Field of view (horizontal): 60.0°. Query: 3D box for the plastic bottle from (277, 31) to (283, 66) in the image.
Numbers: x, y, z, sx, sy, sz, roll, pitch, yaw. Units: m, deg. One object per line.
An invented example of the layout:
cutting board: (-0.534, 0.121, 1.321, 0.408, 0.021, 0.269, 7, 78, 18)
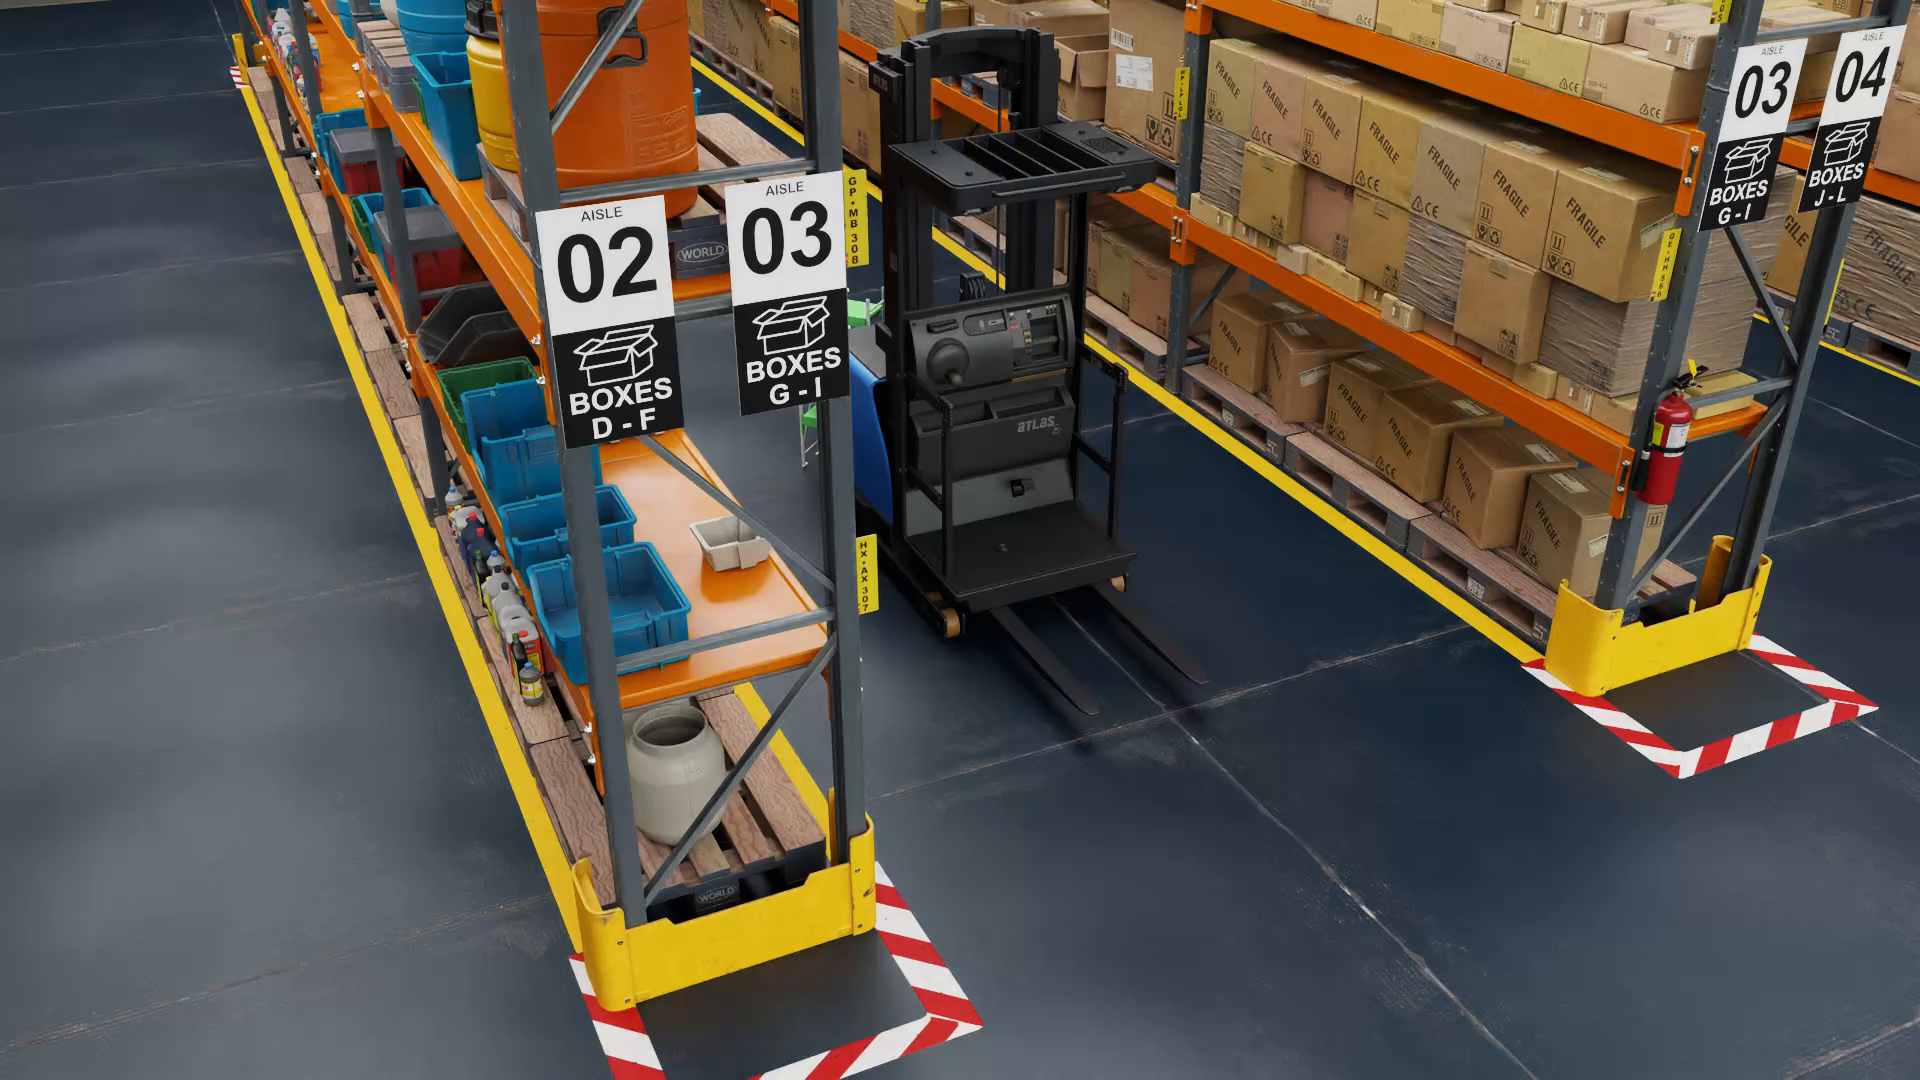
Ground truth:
plastic bottle: (-5.850, -4.242, 14.366, 0.061, 0.283, 0.133, -13, 32, -22)

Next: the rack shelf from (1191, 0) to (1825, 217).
rack shelf: (2.763, -2.553, 8.905, 1.077, 0.370, 4.000, -13, 32, -22)

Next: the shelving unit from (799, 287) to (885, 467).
shelving unit: (-0.727, -0.996, 10.299, 0.503, 1.200, 0.258, 12, 31, 20)

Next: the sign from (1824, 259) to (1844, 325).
sign: (4.111, -1.167, 7.879, 0.100, 0.325, 0.005, -13, 32, -22)

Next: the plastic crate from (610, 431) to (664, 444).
plastic crate: (-1.643, -0.623, 8.064, 0.530, 0.136, 0.437, -13, 32, -22)

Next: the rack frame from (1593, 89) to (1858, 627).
rack frame: (3.621, -0.675, 7.888, 1.000, 3.000, 0.127, -13, 32, -22)

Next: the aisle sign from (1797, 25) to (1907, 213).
aisle sign: (3.919, -1.845, 7.315, 0.394, 0.787, 0.004, -13, 32, -22)

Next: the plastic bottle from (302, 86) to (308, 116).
plastic bottle: (-5.061, -3.445, 12.958, 0.097, 0.271, 0.097, 0, 29, 0)

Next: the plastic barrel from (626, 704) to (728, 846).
plastic barrel: (-1.204, 0.992, 7.029, 0.421, 0.512, 0.421, 0, 29, 0)

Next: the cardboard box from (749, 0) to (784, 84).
cardboard box: (-1.741, -5.541, 18.308, 0.875, 0.875, 0.875, -13, 32, -22)

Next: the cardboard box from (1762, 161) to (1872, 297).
cardboard box: (6.634, -2.403, 12.712, 0.875, 0.875, 0.875, -13, 32, -21)

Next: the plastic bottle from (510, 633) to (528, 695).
plastic bottle: (-2.103, 0.590, 7.958, 0.061, 0.283, 0.133, -12, 32, -21)

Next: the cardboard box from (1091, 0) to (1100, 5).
cardboard box: (1.886, -6.957, 21.272, 0.380, 0.149, 0.250, -11, 31, -19)

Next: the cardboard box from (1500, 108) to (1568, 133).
cardboard box: (3.207, -2.028, 8.871, 0.500, 0.500, 0.500, -13, 32, -22)

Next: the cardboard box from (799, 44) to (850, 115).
cardboard box: (-0.853, -4.560, 16.557, 1.225, 0.875, 0.875, -14, 32, -24)

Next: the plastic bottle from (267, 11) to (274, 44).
plastic bottle: (-6.231, -4.634, 15.066, 0.061, 0.283, 0.133, -13, 32, -22)

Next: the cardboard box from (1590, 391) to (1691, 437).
cardboard box: (3.313, -0.648, 8.096, 0.380, 0.149, 0.250, -13, 32, -22)

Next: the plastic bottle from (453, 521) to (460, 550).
plastic bottle: (-2.741, -0.051, 9.185, 0.097, 0.201, 0.097, 0, 29, 0)

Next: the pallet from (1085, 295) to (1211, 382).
pallet: (1.569, -1.570, 12.333, 1.003, 0.211, 1.213, -13, 32, -22)

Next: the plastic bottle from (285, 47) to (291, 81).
plastic bottle: (-5.585, -3.984, 13.920, 0.097, 0.271, 0.097, 0, 29, 0)

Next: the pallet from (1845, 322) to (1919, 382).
pallet: (7.211, -1.331, 11.908, 1.003, 0.211, 1.213, -13, 32, -22)

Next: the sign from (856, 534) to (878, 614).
sign: (-0.353, 0.130, 6.168, 0.100, 0.325, 0.005, -13, 32, -22)

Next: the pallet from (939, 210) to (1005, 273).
pallet: (0.521, -2.648, 14.256, 1.003, 0.211, 1.213, -13, 32, -22)

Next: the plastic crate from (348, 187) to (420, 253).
plastic crate: (-3.572, -2.020, 10.502, 0.450, 0.188, 0.662, -13, 32, -22)

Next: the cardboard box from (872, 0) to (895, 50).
cardboard box: (-0.457, -4.640, 14.856, 0.500, 0.500, 0.500, -13, 32, -22)

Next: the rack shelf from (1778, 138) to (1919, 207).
rack shelf: (7.286, -2.242, 11.417, 1.077, 0.370, 4.000, -13, 32, -22)

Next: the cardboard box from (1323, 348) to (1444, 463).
cardboard box: (2.630, -0.841, 10.309, 0.500, 0.500, 0.500, -16, 33, -26)

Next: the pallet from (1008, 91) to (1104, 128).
pallet: (1.074, -3.260, 12.693, 1.003, 0.211, 1.213, -13, 32, -22)

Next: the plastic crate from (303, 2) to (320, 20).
plastic crate: (-6.074, -5.083, 15.956, 0.396, 0.136, 0.243, -13, 32, -22)

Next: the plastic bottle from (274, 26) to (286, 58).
plastic bottle: (-5.967, -4.377, 14.620, 0.097, 0.271, 0.097, 0, 29, 0)

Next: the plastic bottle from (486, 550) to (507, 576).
plastic bottle: (-2.419, 0.180, 8.702, 0.097, 0.271, 0.097, 0, 29, 0)

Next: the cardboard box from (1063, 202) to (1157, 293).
cardboard box: (1.232, -2.281, 12.858, 0.700, 0.500, 0.500, -16, 33, -26)

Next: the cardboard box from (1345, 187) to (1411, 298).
cardboard box: (2.707, -1.746, 9.391, 0.875, 0.500, 0.500, -13, 32, -22)

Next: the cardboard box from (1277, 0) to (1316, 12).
cardboard box: (2.098, -3.200, 9.476, 0.500, 0.250, 0.500, -13, 32, -22)

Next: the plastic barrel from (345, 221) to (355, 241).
plastic barrel: (-4.835, -2.711, 13.631, 0.421, 0.512, 0.421, 0, 29, 0)

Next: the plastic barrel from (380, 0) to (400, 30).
plastic barrel: (-2.562, -2.711, 7.908, 0.421, 0.512, 0.421, 0, 29, 0)

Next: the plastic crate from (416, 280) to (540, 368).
plastic crate: (-2.459, -1.117, 8.739, 0.767, 0.338, 0.504, -13, 32, -22)

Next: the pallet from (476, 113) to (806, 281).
pallet: (-1.119, -1.247, 6.034, 1.003, 0.211, 1.213, -13, 32, -22)

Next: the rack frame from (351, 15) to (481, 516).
rack frame: (-2.569, -1.402, 9.184, 1.000, 3.000, 0.127, -13, 32, -22)

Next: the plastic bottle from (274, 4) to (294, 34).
plastic bottle: (-6.128, -4.673, 15.068, 0.144, 0.351, 0.185, -13, 32, -22)

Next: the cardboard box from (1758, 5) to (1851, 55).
cardboard box: (3.712, -2.262, 7.397, 0.380, 0.149, 0.250, -13, 32, -22)

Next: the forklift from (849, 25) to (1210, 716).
forklift: (0.268, -1.000, 8.536, 1.130, 2.935, 3.031, -13, 32, -22)

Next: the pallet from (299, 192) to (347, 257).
pallet: (-5.182, -2.831, 14.582, 1.003, 0.211, 1.213, -13, 32, -22)

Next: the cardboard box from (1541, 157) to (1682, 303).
cardboard box: (3.162, -1.476, 7.887, 0.500, 0.500, 0.500, -13, 32, -22)

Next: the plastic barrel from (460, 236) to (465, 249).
plastic barrel: (-2.999, -1.959, 10.318, 0.301, 0.262, 0.301, 0, 29, 0)

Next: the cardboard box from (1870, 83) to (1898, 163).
cardboard box: (6.853, -3.106, 12.069, 0.875, 0.550, 0.550, -13, 32, -22)

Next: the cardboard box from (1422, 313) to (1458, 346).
cardboard box: (2.761, -1.197, 9.075, 0.380, 0.149, 0.250, -13, 32, -22)

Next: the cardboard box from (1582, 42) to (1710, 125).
cardboard box: (3.185, -2.078, 7.475, 0.500, 0.250, 0.500, -12, 32, -21)

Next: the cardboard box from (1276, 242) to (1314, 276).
cardboard box: (2.139, -1.729, 10.024, 0.380, 0.149, 0.250, -13, 32, -22)

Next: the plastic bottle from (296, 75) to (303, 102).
plastic bottle: (-5.270, -3.630, 13.359, 0.097, 0.201, 0.097, 0, 29, 0)

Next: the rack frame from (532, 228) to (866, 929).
rack frame: (-0.852, 0.365, 6.033, 1.000, 3.000, 0.127, -13, 32, -22)

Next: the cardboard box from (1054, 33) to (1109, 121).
cardboard box: (1.077, -3.417, 12.242, 0.797, 0.503, 0.637, -10, 31, -17)

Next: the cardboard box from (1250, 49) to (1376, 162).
cardboard box: (2.084, -2.579, 9.854, 0.500, 0.500, 0.500, -13, 32, -22)

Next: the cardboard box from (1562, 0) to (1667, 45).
cardboard box: (2.998, -2.387, 7.618, 0.380, 0.149, 0.250, -15, 32, -24)

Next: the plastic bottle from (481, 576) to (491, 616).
plastic bottle: (-2.416, 0.283, 8.589, 0.097, 0.201, 0.097, 0, 29, 0)

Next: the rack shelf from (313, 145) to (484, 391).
rack shelf: (-3.428, -1.972, 10.936, 1.077, 0.370, 4.000, -13, 32, -22)
